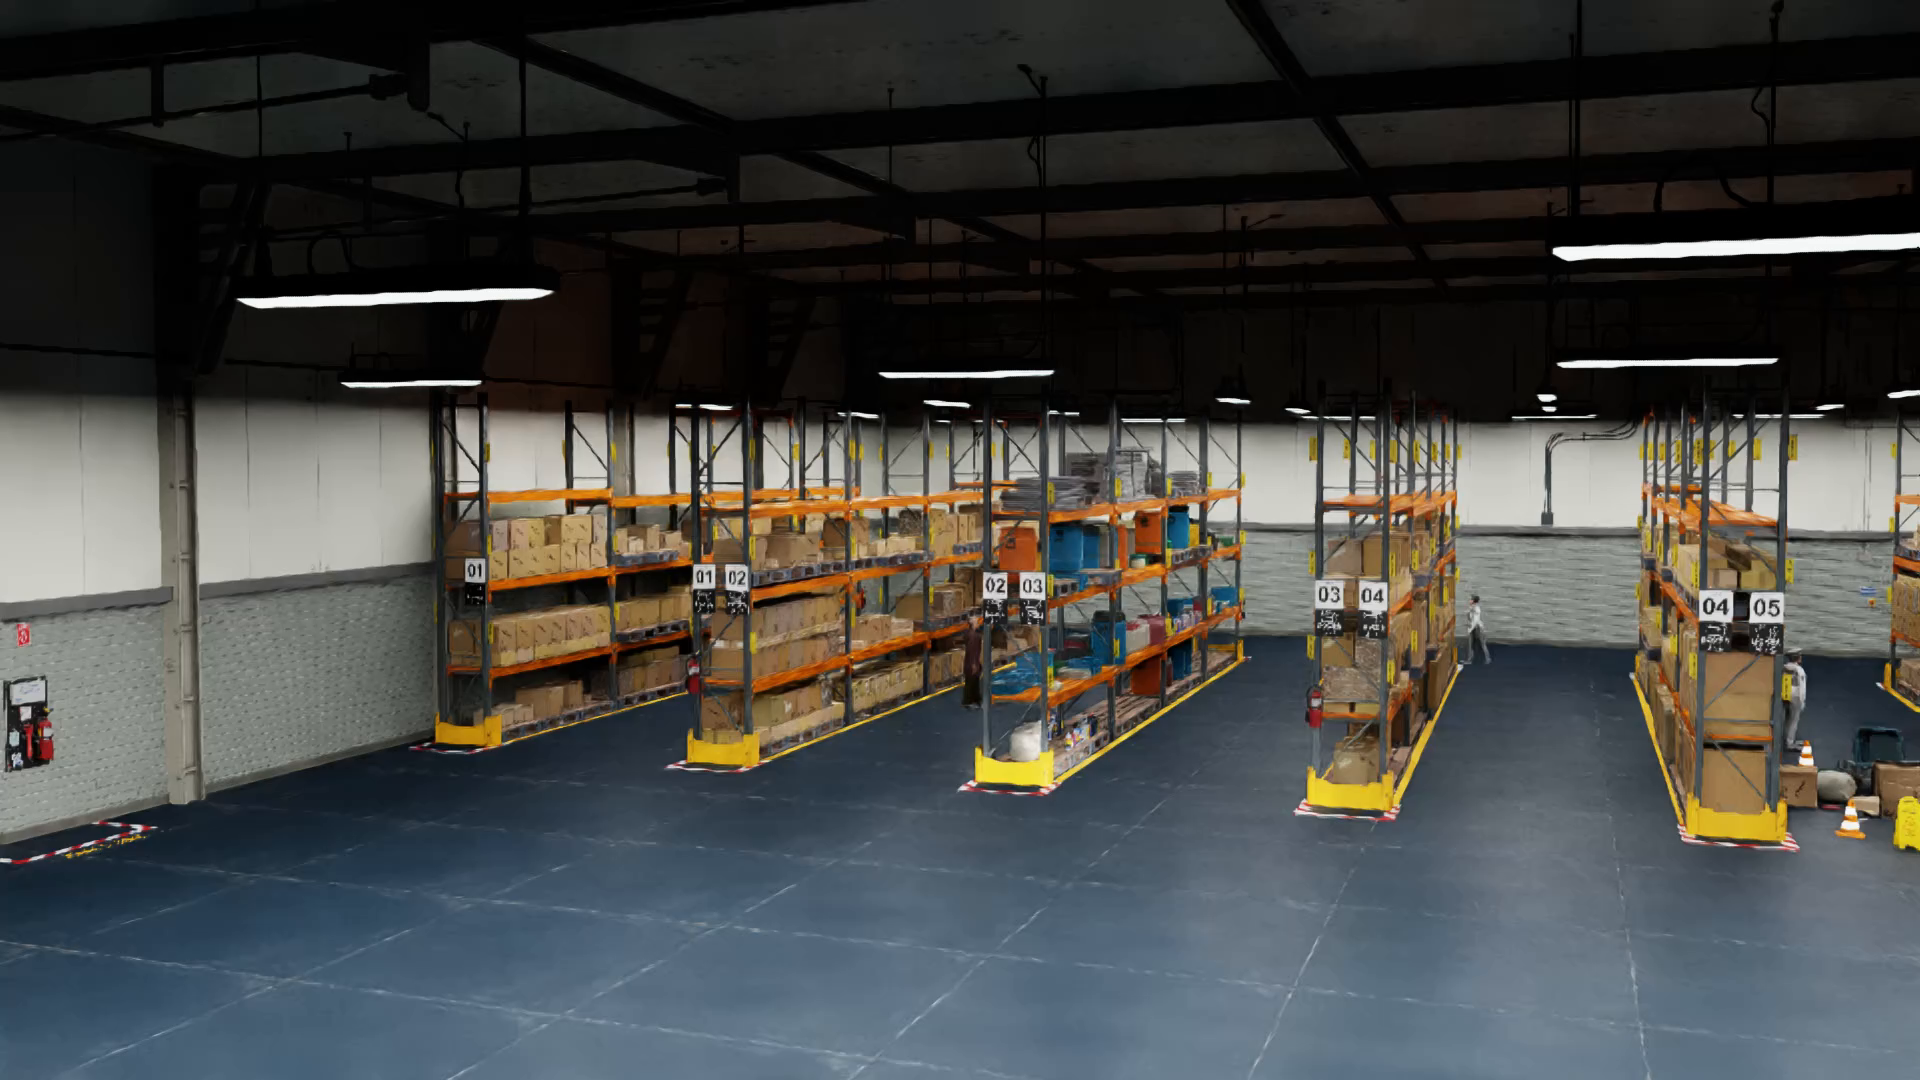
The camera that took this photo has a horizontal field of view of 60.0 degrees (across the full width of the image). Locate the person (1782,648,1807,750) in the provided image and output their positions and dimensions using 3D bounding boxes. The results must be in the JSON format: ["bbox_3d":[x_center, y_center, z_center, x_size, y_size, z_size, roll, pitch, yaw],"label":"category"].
[{"bbox_3d":[14.087,2.662,28.045,0.461,1.686,0.612,-1,3,-10],"label":"person"}]

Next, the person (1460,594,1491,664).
[{"bbox_3d":[12.134,2.093,39.077,0.692,1.654,0.513,0,3,-3],"label":"person"}]

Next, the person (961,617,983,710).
[{"bbox_3d":[0.310,2.376,32.249,0.587,1.781,0.748,0,3,-3],"label":"person"}]
